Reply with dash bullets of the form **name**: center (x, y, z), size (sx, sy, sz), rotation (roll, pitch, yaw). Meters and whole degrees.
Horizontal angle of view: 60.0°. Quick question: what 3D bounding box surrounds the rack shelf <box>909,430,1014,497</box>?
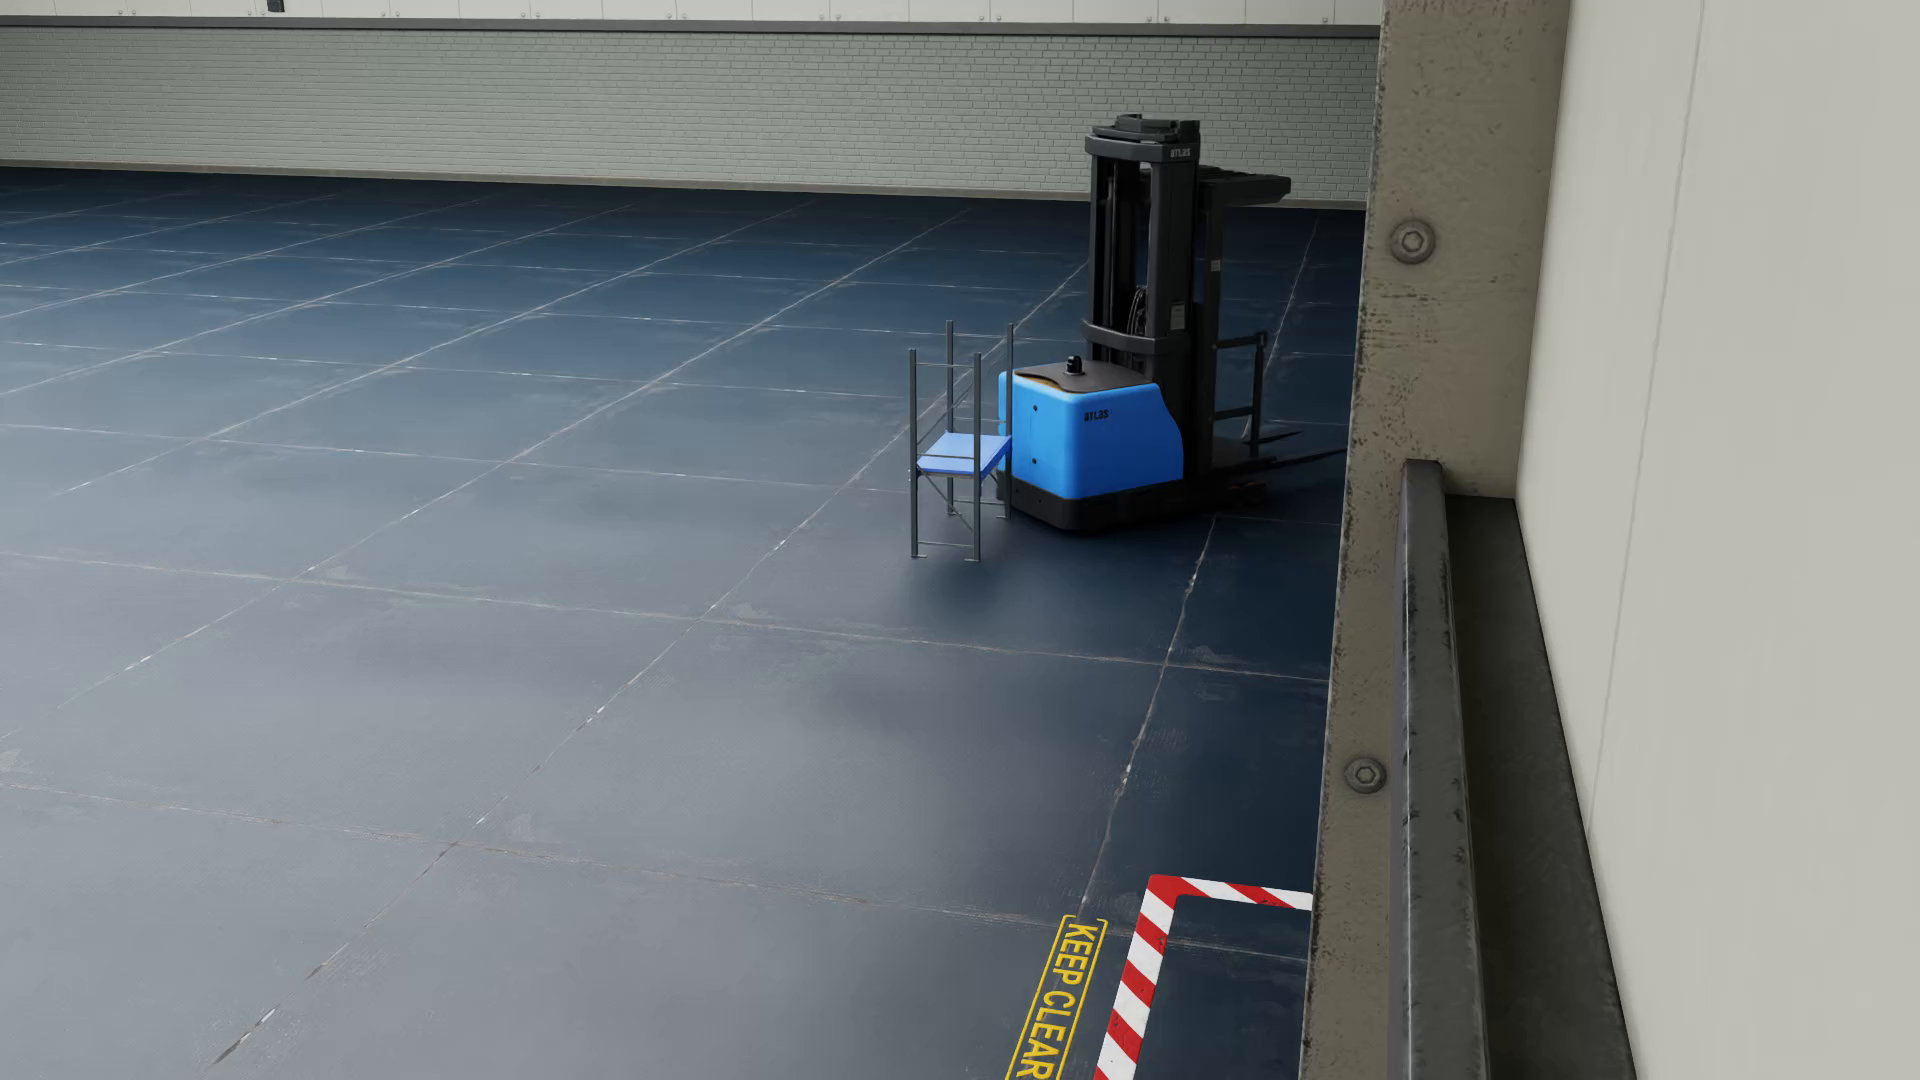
- **rack shelf**: center (0.021, -0.566, 12.082), size (0.538, 0.185, 1.000), rotation (5, 19, 13)

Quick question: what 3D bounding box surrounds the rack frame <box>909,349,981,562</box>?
- **rack frame**: center (-0.103, -0.577, 11.557), size (0.500, 1.500, 0.032), rotation (5, 19, 13)

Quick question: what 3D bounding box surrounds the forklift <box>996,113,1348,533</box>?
- **forklift**: center (1.800, -1.776, 12.851), size (3.031, 2.935, 1.130), rotation (-11, 22, -30)

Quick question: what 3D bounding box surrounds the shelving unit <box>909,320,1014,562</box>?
- **shelving unit**: center (0.021, -0.736, 12.023), size (0.538, 1.500, 1.048), rotation (5, 19, 13)

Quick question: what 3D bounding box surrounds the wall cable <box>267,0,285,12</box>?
- **wall cable**: center (-12.566, -13.216, 31.698), size (2.305, 6.003, 0.169), rotation (5, 19, 13)

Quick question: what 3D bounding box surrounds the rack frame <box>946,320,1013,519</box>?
- **rack frame**: center (0.145, -0.896, 12.490), size (0.500, 1.500, 0.032), rotation (5, 19, 13)
